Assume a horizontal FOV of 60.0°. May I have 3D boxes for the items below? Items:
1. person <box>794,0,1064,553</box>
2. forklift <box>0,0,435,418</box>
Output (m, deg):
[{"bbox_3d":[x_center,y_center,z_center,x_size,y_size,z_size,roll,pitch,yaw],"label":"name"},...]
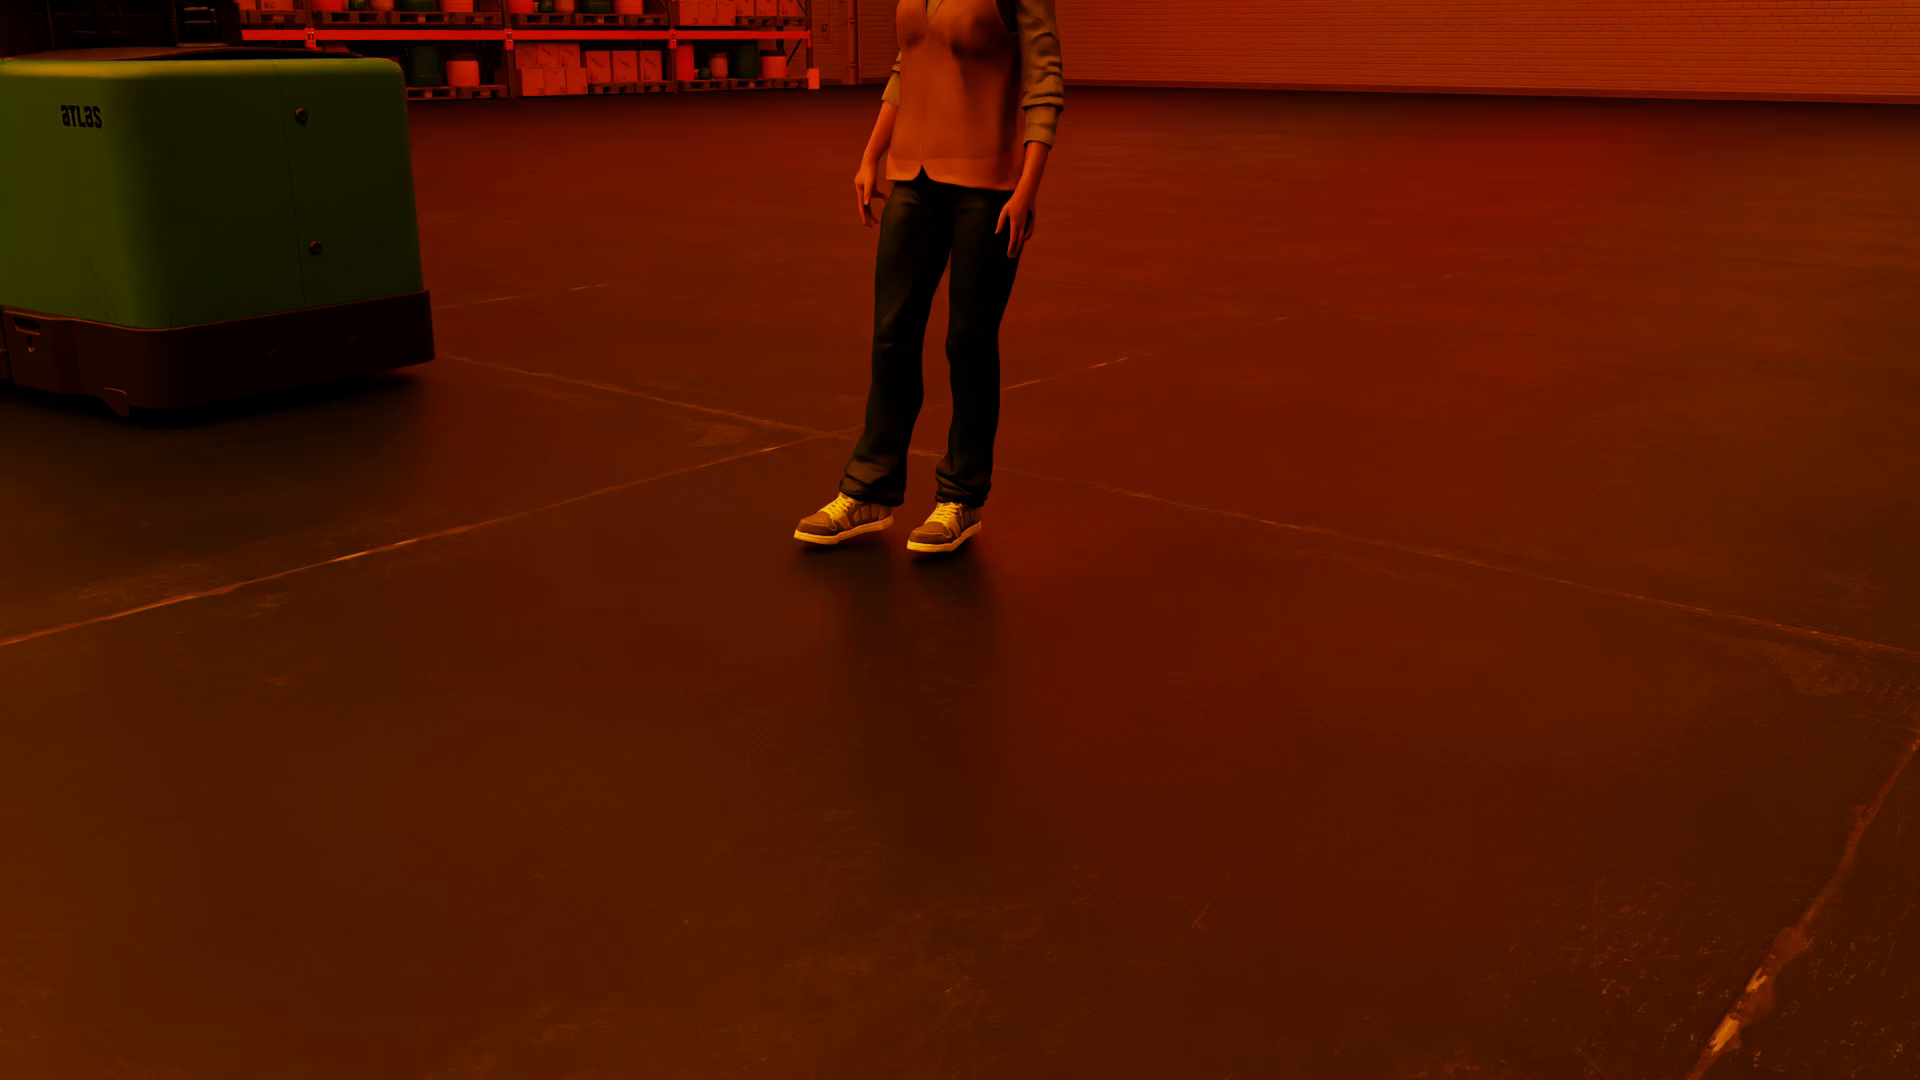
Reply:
[{"bbox_3d":[-0.058,-0.757,3.662,0.520,1.597,0.476,13,21,37],"label":"person"},{"bbox_3d":[-3.320,-2.088,5.775,3.031,2.935,1.130,11,20,33],"label":"forklift"}]
